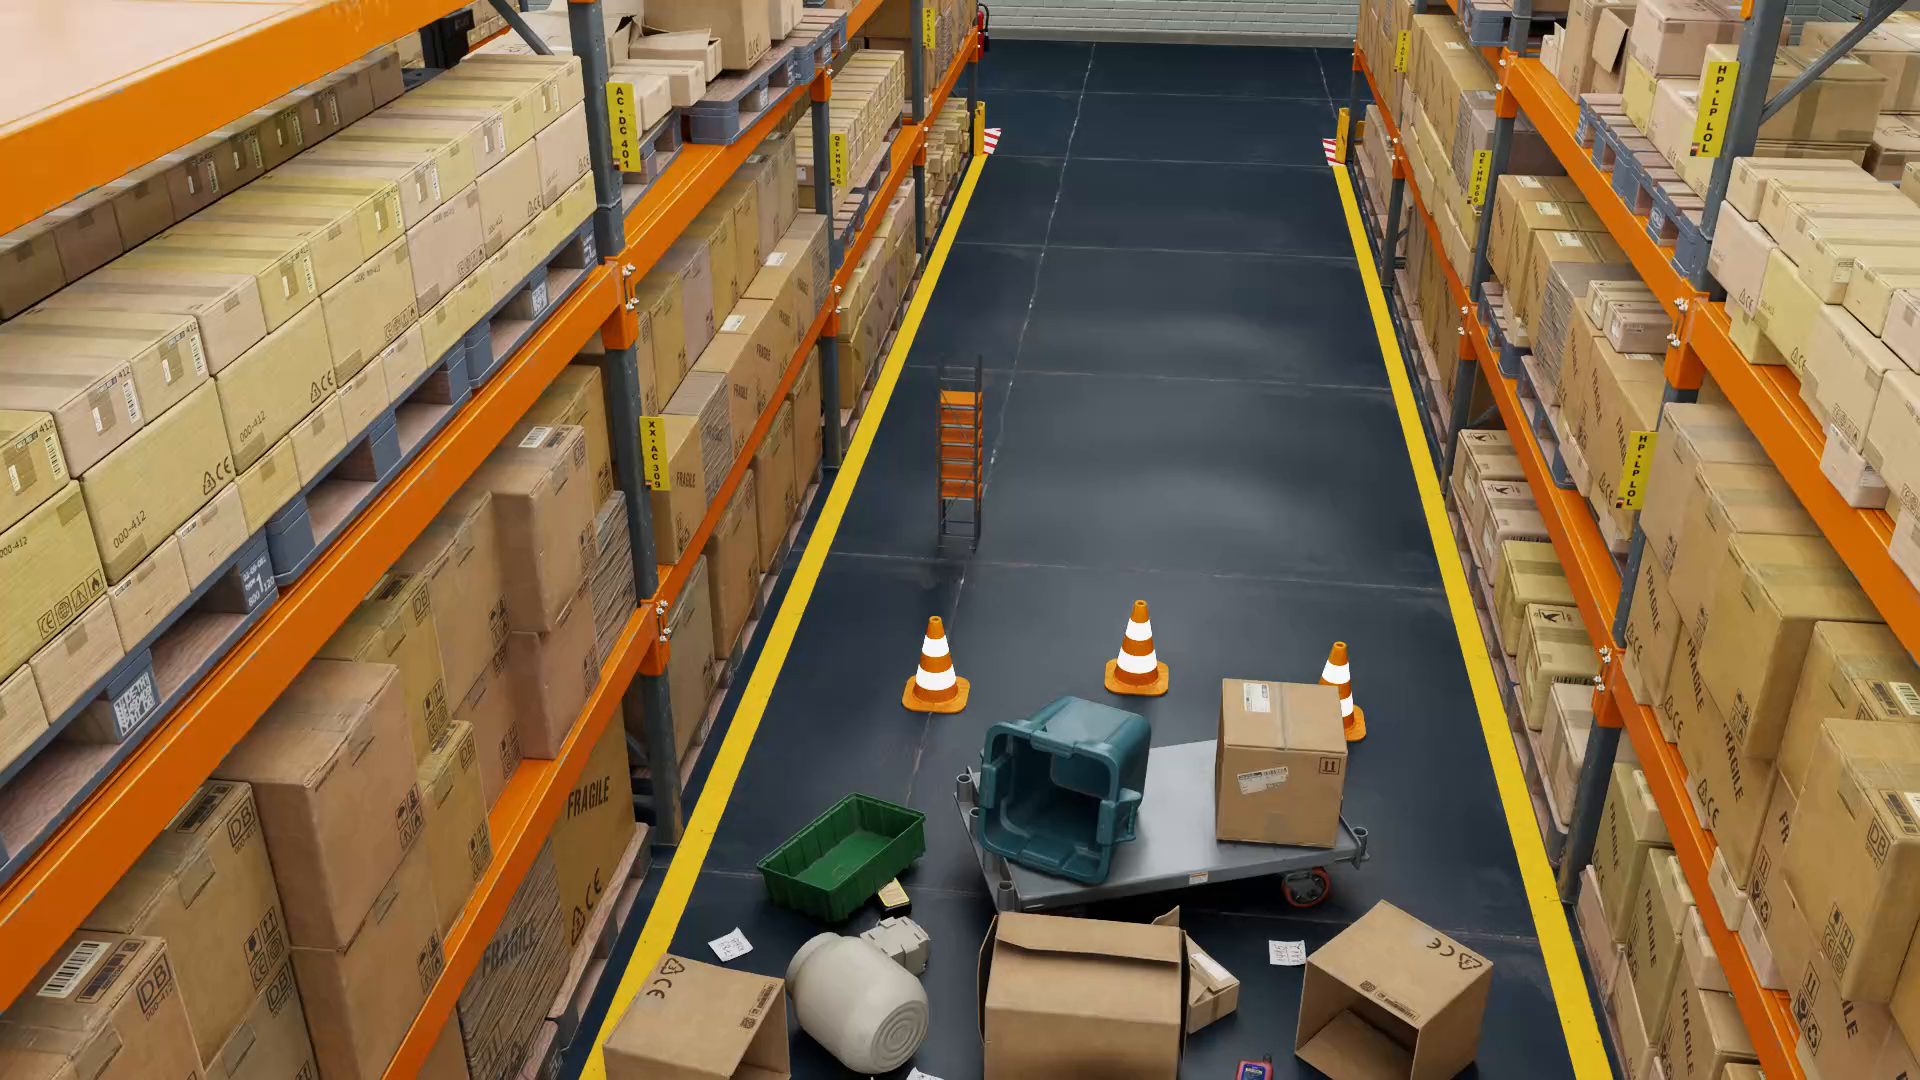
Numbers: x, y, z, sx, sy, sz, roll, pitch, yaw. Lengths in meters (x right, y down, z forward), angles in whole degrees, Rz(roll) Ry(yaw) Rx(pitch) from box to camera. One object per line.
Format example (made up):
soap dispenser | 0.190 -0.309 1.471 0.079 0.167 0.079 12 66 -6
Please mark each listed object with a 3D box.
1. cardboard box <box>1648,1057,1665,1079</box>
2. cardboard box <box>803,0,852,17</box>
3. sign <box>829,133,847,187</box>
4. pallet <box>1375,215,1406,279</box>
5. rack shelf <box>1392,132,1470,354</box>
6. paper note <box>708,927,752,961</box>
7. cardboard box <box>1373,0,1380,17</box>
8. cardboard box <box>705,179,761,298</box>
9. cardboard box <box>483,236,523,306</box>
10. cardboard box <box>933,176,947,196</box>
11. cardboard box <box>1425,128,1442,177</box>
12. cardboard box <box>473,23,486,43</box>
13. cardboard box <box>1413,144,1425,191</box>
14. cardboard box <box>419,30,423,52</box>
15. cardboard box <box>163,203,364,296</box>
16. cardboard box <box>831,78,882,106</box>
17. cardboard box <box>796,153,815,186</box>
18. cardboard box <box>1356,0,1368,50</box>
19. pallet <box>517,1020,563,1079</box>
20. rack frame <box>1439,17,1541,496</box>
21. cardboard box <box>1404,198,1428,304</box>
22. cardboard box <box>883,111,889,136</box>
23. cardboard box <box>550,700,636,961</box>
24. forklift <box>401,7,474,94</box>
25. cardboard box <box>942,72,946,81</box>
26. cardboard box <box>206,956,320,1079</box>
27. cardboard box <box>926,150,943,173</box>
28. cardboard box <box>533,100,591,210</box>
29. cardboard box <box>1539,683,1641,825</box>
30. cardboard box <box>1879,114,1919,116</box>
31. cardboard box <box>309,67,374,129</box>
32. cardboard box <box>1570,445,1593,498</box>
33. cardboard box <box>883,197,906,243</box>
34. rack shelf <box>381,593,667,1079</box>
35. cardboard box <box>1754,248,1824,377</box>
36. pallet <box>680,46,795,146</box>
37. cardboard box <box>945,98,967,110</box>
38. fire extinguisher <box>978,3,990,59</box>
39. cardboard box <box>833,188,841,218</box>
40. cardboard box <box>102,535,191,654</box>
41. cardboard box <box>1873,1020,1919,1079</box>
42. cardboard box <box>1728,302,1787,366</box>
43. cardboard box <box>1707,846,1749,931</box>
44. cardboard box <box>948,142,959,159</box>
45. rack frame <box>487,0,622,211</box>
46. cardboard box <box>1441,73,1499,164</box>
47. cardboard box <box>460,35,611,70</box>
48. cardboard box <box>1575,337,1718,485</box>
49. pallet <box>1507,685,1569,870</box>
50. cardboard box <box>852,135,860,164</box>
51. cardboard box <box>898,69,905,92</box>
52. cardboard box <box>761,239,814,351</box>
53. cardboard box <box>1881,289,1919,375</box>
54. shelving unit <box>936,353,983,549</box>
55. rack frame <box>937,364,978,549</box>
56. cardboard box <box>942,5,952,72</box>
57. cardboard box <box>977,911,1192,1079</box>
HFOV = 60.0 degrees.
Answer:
cardboard box | 2.681 2.066 5.709 0.500 0.250 0.500 3 28 6
cardboard box | -0.963 -3.465 10.250 0.500 0.500 0.500 3 28 6
sign | -0.746 -2.326 10.183 0.100 0.325 0.005 3 28 6
pallet | 4.289 -2.615 14.882 1.003 0.211 1.213 3 28 6
rack shelf | 3.873 -2.231 11.987 1.077 0.370 4.000 3 28 6
paper note | -0.971 1.712 7.039 0.147 0.020 0.142 -17 33 -29
cardboard box | 4.155 -5.161 15.507 0.500 0.500 0.500 3 28 6
cardboard box | -1.483 -1.640 8.972 0.700 0.500 0.500 3 28 5
cardboard box | -1.607 -0.852 5.223 0.380 0.149 0.250 3 29 6
cardboard box | -0.325 -3.425 16.008 0.380 0.149 0.250 3 28 5
cardboard box | 3.600 -2.732 11.789 0.500 0.250 0.500 3 28 5
cardboard box | -5.068 -5.170 16.949 0.380 0.149 0.250 3 28 5
cardboard box | 3.662 -2.748 12.346 0.500 0.250 0.500 3 28 6
cardboard box | -5.276 -4.814 15.868 0.500 0.250 0.500 4 29 7
cardboard box | -1.733 -0.728 4.152 0.380 0.149 0.250 4 29 7
cardboard box | -0.794 -3.378 12.553 0.380 0.149 0.250 2 28 5
cardboard box | -1.048 -2.391 10.721 0.380 0.149 0.250 3 28 6
cardboard box | 4.265 -5.207 16.647 0.500 0.500 0.500 3 28 6
pallet | -2.105 2.193 5.957 1.003 0.211 1.213 3 28 6
rack frame | 3.628 -1.607 10.069 1.000 3.000 0.127 3 28 6
cardboard box | 4.122 -2.442 13.418 0.875 0.875 0.875 4 29 8
cardboard box | -0.754 -3.248 12.938 0.380 0.149 0.250 2 28 4
cardboard box | -1.934 1.079 6.882 0.875 0.875 0.875 4 29 7
forklift | -3.774 -1.994 10.861 1.130 2.935 3.031 6 29 12
cardboard box | -0.334 -4.356 15.438 0.380 0.149 0.250 5 29 8
cardboard box | -2.231 1.416 4.302 0.875 0.550 0.550 3 28 6
cardboard box | -0.363 -3.559 15.629 0.380 0.149 0.250 4 29 7
cardboard box | -1.593 -1.332 5.693 0.500 0.250 0.500 3 28 6
cardboard box | 3.200 1.001 7.557 0.950 0.372 0.625 4 29 7
cardboard box | 3.669 -1.654 6.709 0.500 0.250 0.500 3 28 6
cardboard box | -2.199 -1.482 5.551 0.380 0.149 0.250 3 28 6
cardboard box | 2.973 -0.303 7.471 0.380 0.149 0.250 3 28 5
cardboard box | -0.724 -2.538 13.200 0.500 0.250 0.500 5 29 9
rack shelf | -2.032 1.294 5.443 1.077 0.370 4.000 3 28 6
cardboard box | 2.758 -0.675 5.021 0.500 0.250 0.500 3 28 6
pallet | -1.457 -2.251 8.303 1.003 0.211 1.213 5 29 9
cardboard box | -0.130 -4.540 17.450 0.380 0.149 0.250 4 29 7
fire extinguisher | 0.172 -5.506 17.782 0.296 0.674 0.183 3 28 6
cardboard box | -1.009 -2.246 11.079 0.380 0.149 0.250 5 29 9
cardboard box | -1.855 0.100 3.456 0.380 0.149 0.250 3 29 6
cardboard box | 2.507 1.477 3.926 0.500 0.500 0.500 3 29 6
cardboard box | 2.766 -0.681 5.454 0.380 0.149 0.250 3 28 6
cardboard box | 2.615 1.118 5.277 0.380 0.149 0.250 3 29 6
cardboard box | -0.211 -3.919 16.611 0.380 0.149 0.250 4 29 7
rack frame | -1.787 -2.605 5.597 1.000 3.000 0.127 3 28 6
cardboard box | 3.554 -2.825 11.171 0.500 0.500 0.500 3 28 6
cardboard box | -1.854 -2.041 7.323 0.500 0.250 0.500 3 28 6
cardboard box | 3.026 -0.548 7.242 0.500 0.500 0.500 4 29 6
pallet | 3.232 1.137 7.916 1.003 0.211 1.213 3 28 6
cardboard box | -0.916 -2.757 11.714 0.380 0.149 0.250 3 28 6
cardboard box | -0.660 -3.736 13.530 0.380 0.149 0.250 4 29 8
cardboard box | -1.148 -1.428 9.633 0.500 0.500 0.500 3 28 6
cardboard box | 2.670 -0.539 4.350 0.380 0.149 0.250 3 28 5
shelving unit | -0.002 -0.521 9.953 0.258 1.200 0.189 3 28 6
rack frame | -0.013 -0.478 9.873 0.240 1.200 0.006 3 28 6
cardboard box | -0.345 -4.591 15.191 0.500 0.500 0.500 3 28 5
cardboard box | 0.457 1.784 6.265 0.797 0.637 0.503 3 28 6
